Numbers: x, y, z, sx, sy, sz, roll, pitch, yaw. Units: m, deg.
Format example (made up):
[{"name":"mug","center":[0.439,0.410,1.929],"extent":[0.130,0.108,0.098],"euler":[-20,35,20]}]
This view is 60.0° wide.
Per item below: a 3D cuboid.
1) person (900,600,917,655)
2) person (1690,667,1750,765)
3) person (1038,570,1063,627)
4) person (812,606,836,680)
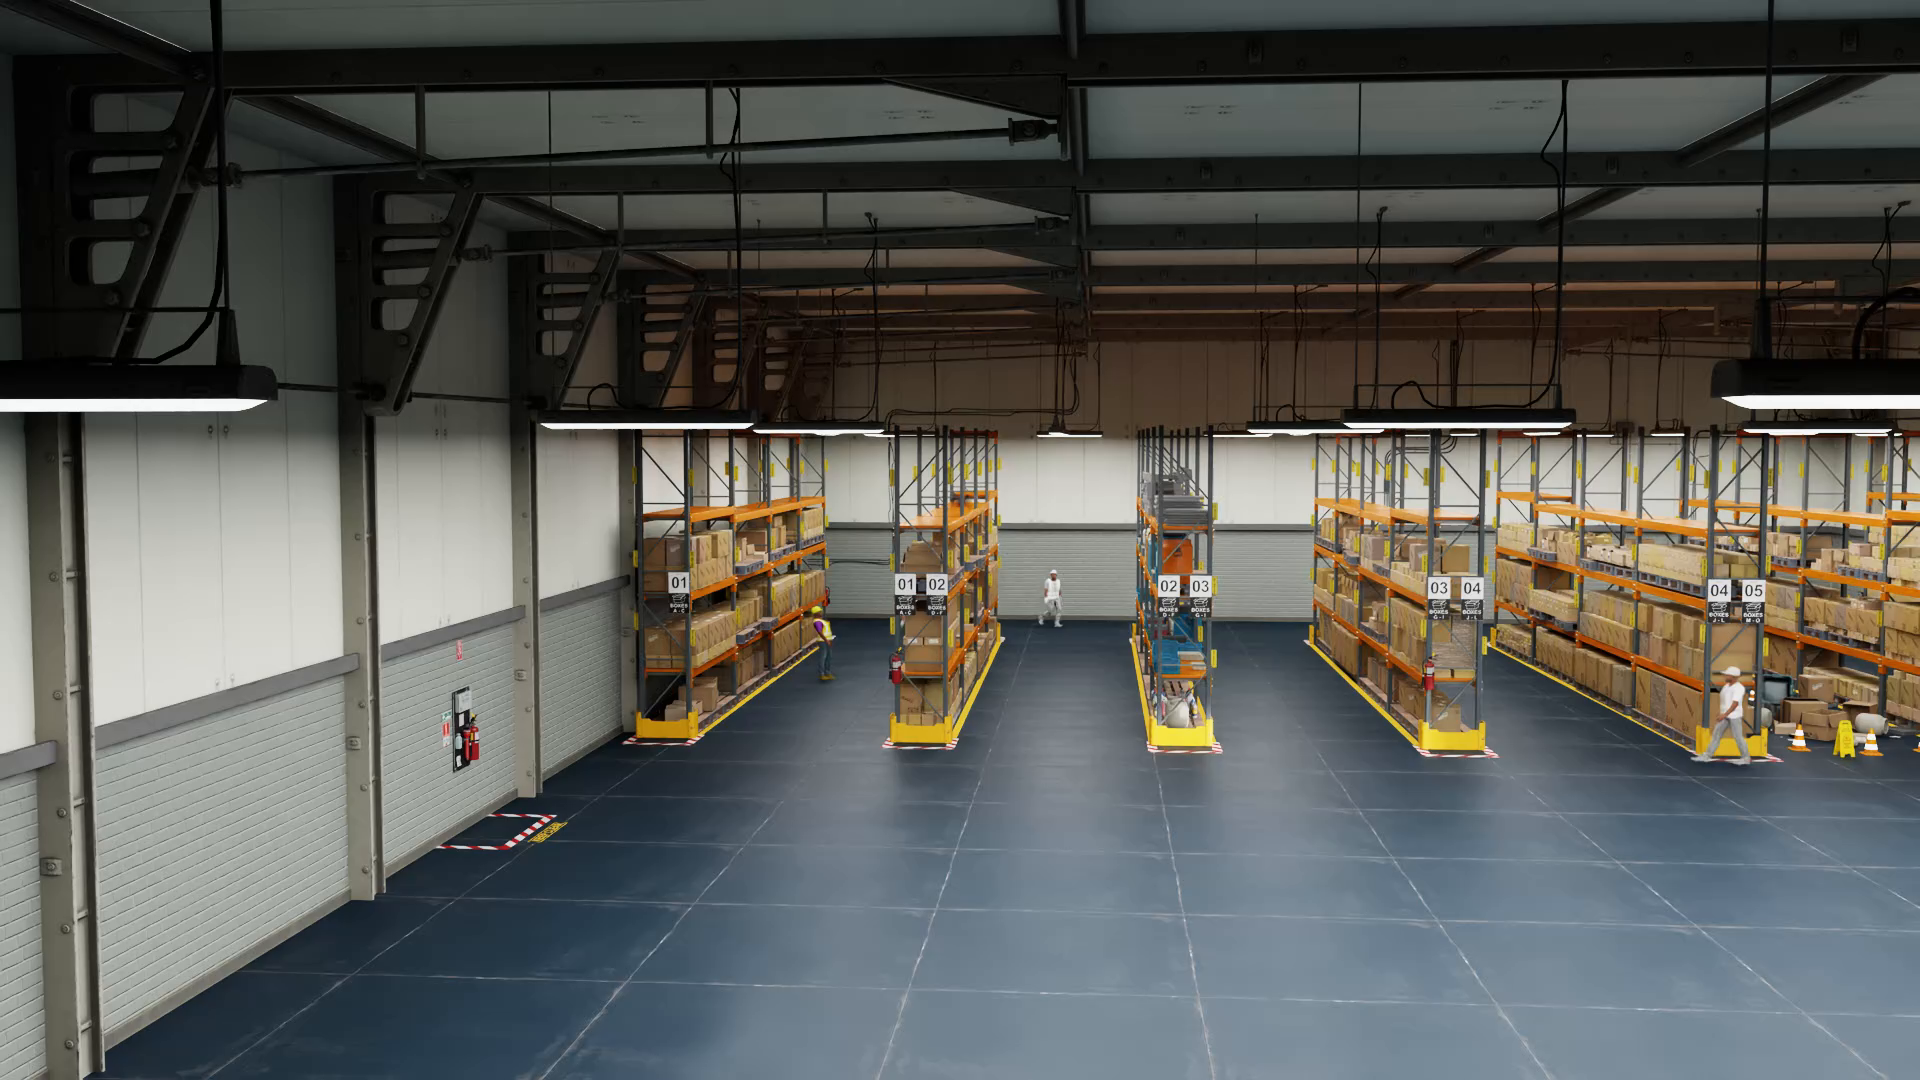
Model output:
[{"name":"person","center":[-1.291,2.169,44.241],"extent":[0.654,1.721,1.040],"euler":[0,3,3]},{"name":"person","center":[13.412,3.082,29.169],"extent":[0.938,1.724,0.589],"euler":[0,3,-7]},{"name":"person","center":[2.798,1.785,50.853],"extent":[0.804,1.755,0.616],"euler":[3,4,40]},{"name":"person","center":[-3.215,2.473,39.806],"extent":[0.671,1.771,0.675],"euler":[2,4,27]}]
